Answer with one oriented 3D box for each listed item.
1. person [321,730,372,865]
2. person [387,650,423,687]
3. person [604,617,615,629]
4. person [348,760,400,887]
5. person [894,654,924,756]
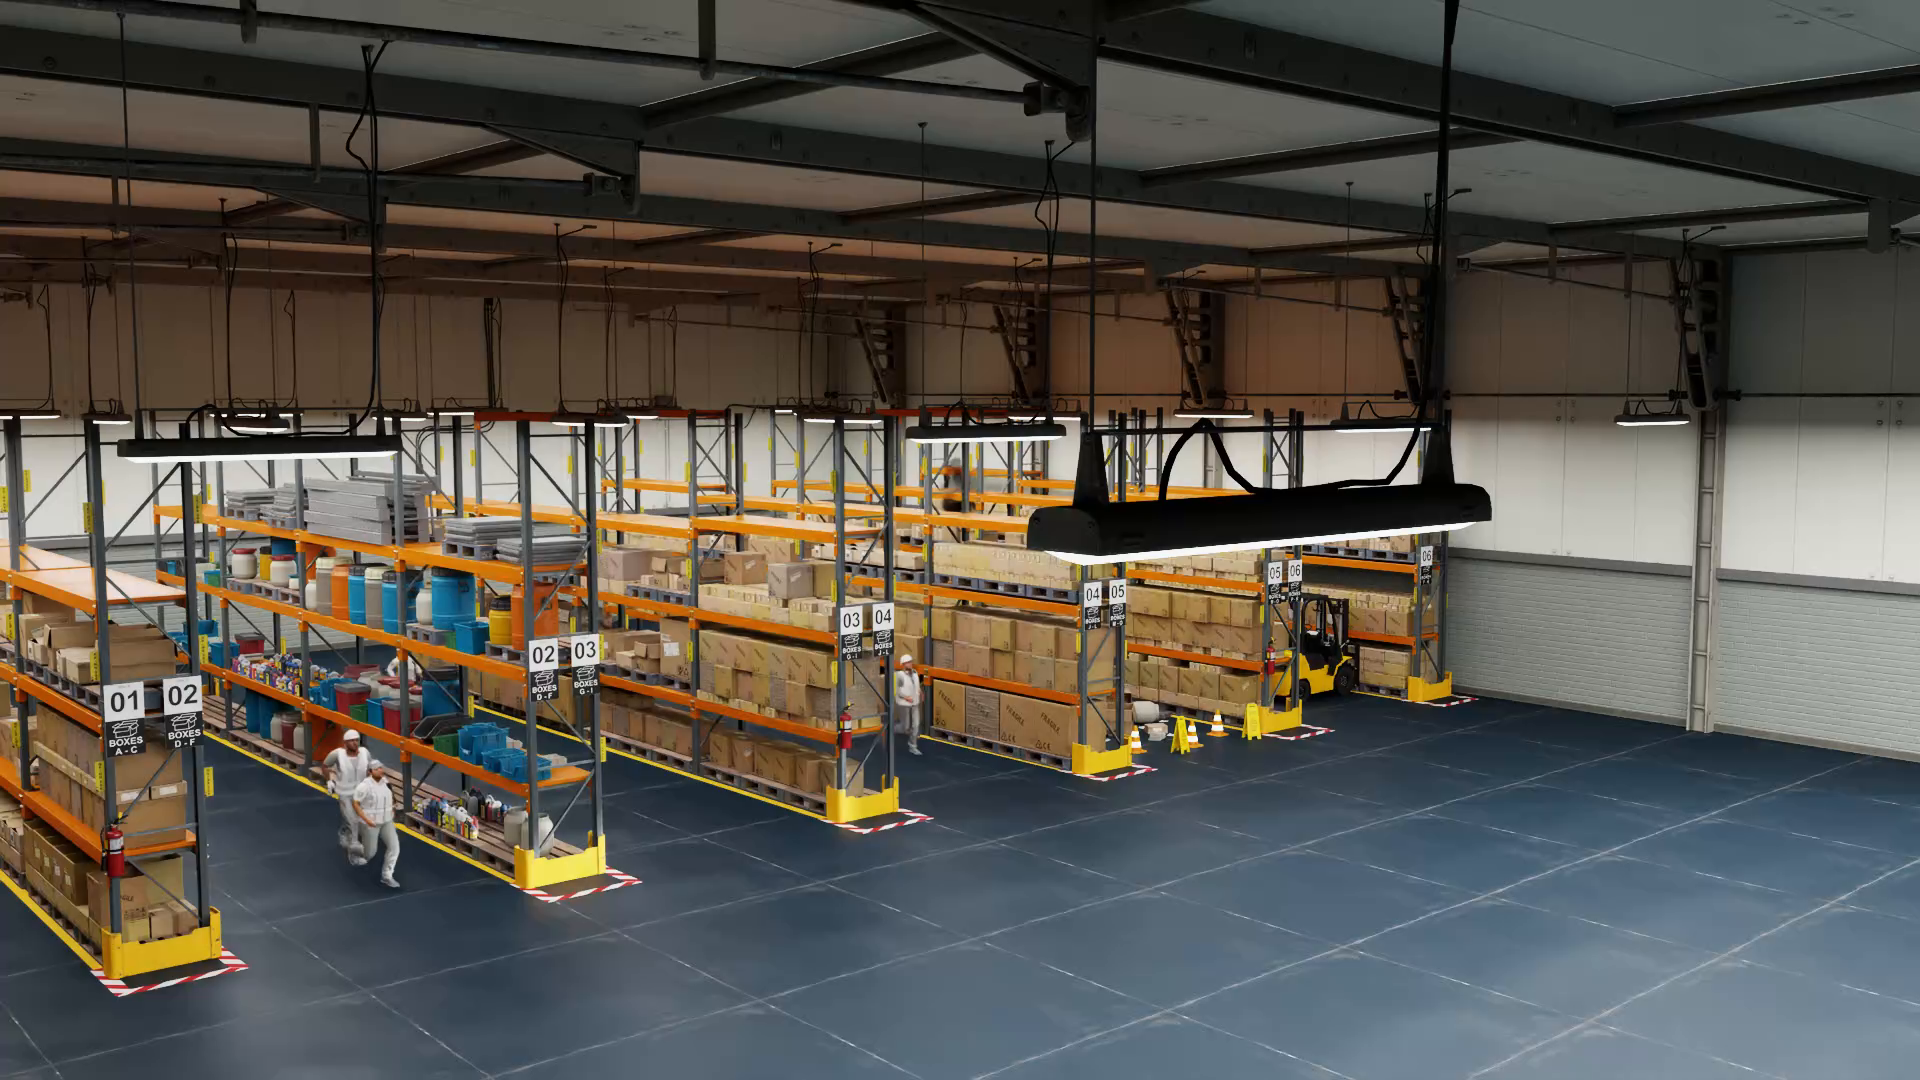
[{"bbox_3d":[-8.314,3.448,22.670,1.000,1.784,0.637,5,7,44],"label":"person"},{"bbox_3d":[-10.338,2.766,31.098,0.760,1.754,0.584,5,7,44],"label":"person"},{"bbox_3d":[-7.302,2.432,34.483,0.665,1.707,0.939,-4,7,-40],"label":"person"},{"bbox_3d":[-7.585,3.652,21.550,0.809,1.642,0.605,4,6,36],"label":"person"},{"bbox_3d":[-0.958,2.890,29.397,0.669,1.768,0.810,-5,7,-44],"label":"person"}]
